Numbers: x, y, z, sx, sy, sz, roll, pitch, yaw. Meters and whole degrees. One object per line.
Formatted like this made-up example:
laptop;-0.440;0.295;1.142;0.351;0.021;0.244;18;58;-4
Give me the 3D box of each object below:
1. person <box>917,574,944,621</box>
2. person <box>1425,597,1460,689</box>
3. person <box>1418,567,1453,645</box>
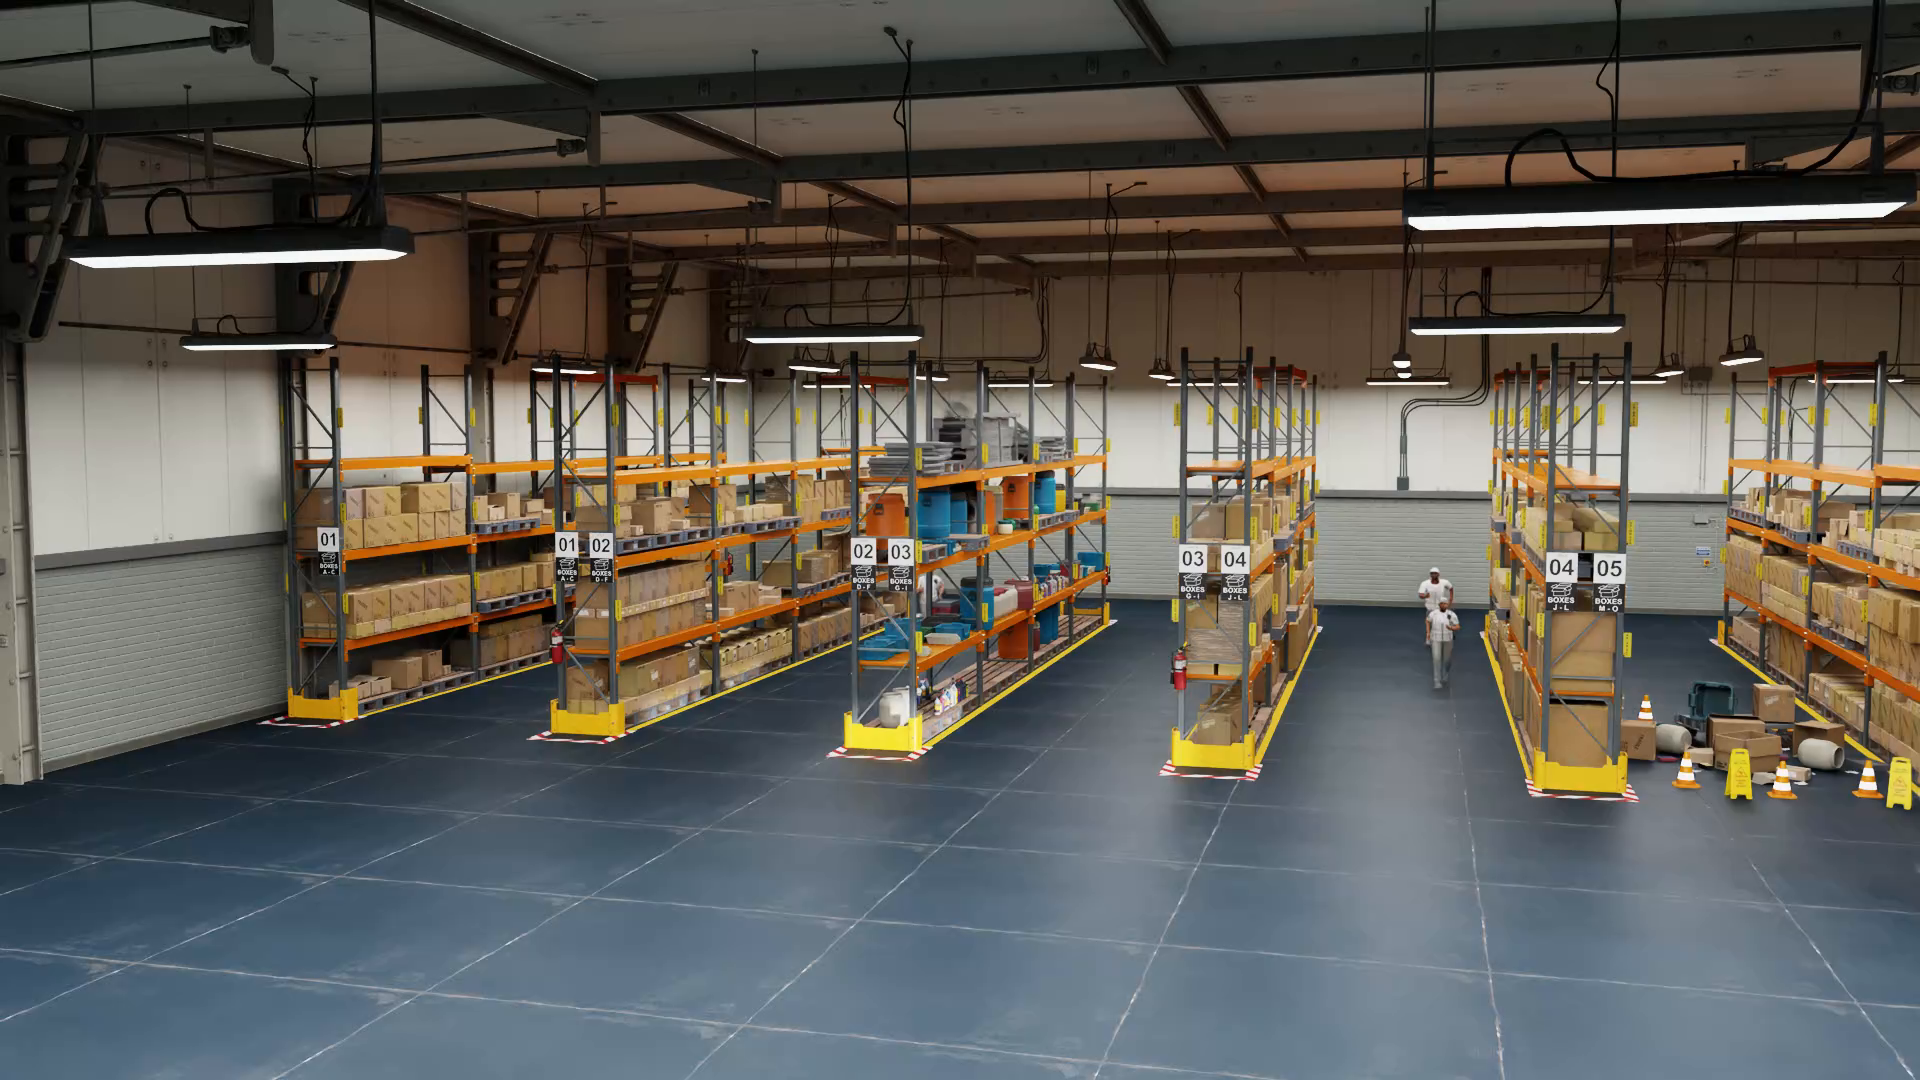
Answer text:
person;-0.688;1.425;36.888;0.640;1.825;0.727;0;4;4
person;8.978;1.886;30.952;0.605;1.644;0.943;1;4;13
person;10.278;1.484;35.940;0.713;1.812;0.907;1;4;18
